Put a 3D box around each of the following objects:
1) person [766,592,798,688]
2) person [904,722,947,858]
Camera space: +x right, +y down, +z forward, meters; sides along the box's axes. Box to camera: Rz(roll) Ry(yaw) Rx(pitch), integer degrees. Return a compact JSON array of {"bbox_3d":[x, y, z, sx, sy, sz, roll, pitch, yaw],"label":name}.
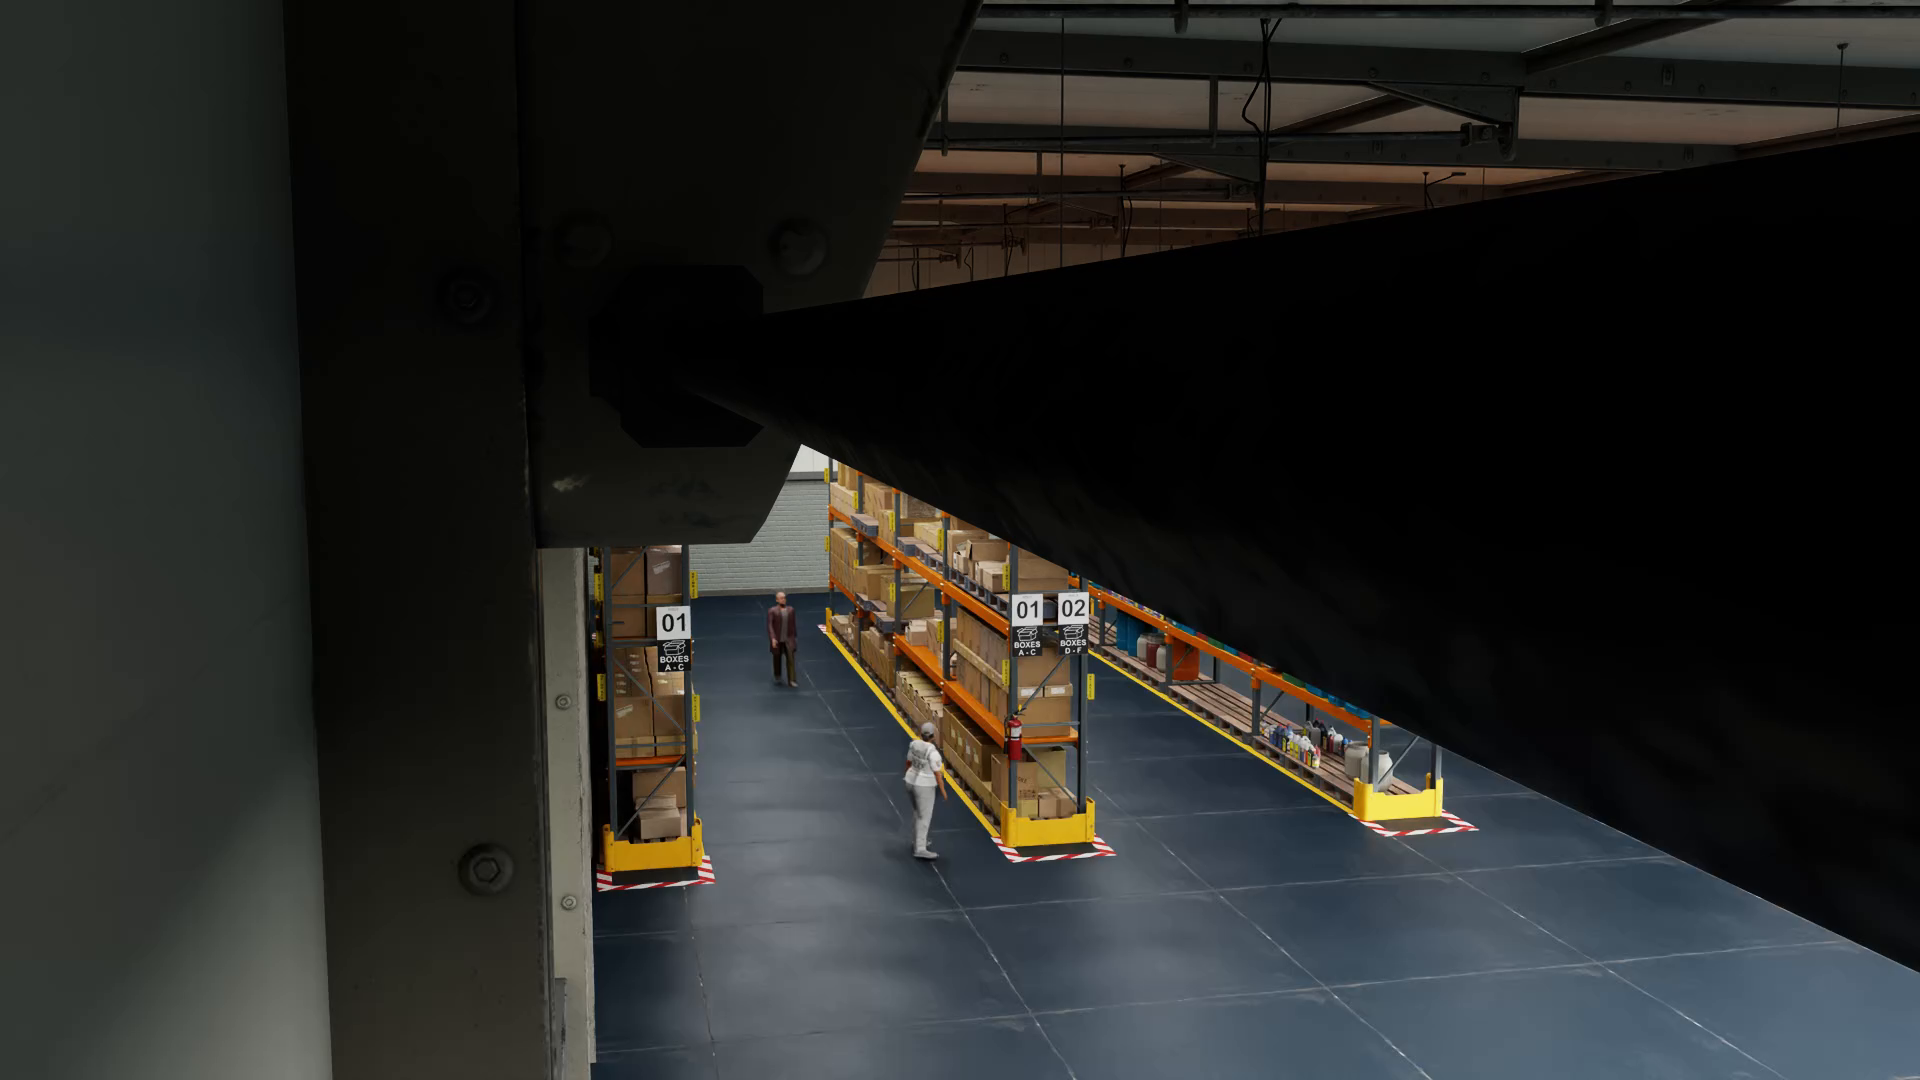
[{"bbox_3d":[-3.248,1.825,30.562,0.605,1.710,1.113,-2,7,-13],"label":"person"},{"bbox_3d":[-0.446,3.080,20.650,0.536,1.690,0.659,-4,8,-33],"label":"person"}]
